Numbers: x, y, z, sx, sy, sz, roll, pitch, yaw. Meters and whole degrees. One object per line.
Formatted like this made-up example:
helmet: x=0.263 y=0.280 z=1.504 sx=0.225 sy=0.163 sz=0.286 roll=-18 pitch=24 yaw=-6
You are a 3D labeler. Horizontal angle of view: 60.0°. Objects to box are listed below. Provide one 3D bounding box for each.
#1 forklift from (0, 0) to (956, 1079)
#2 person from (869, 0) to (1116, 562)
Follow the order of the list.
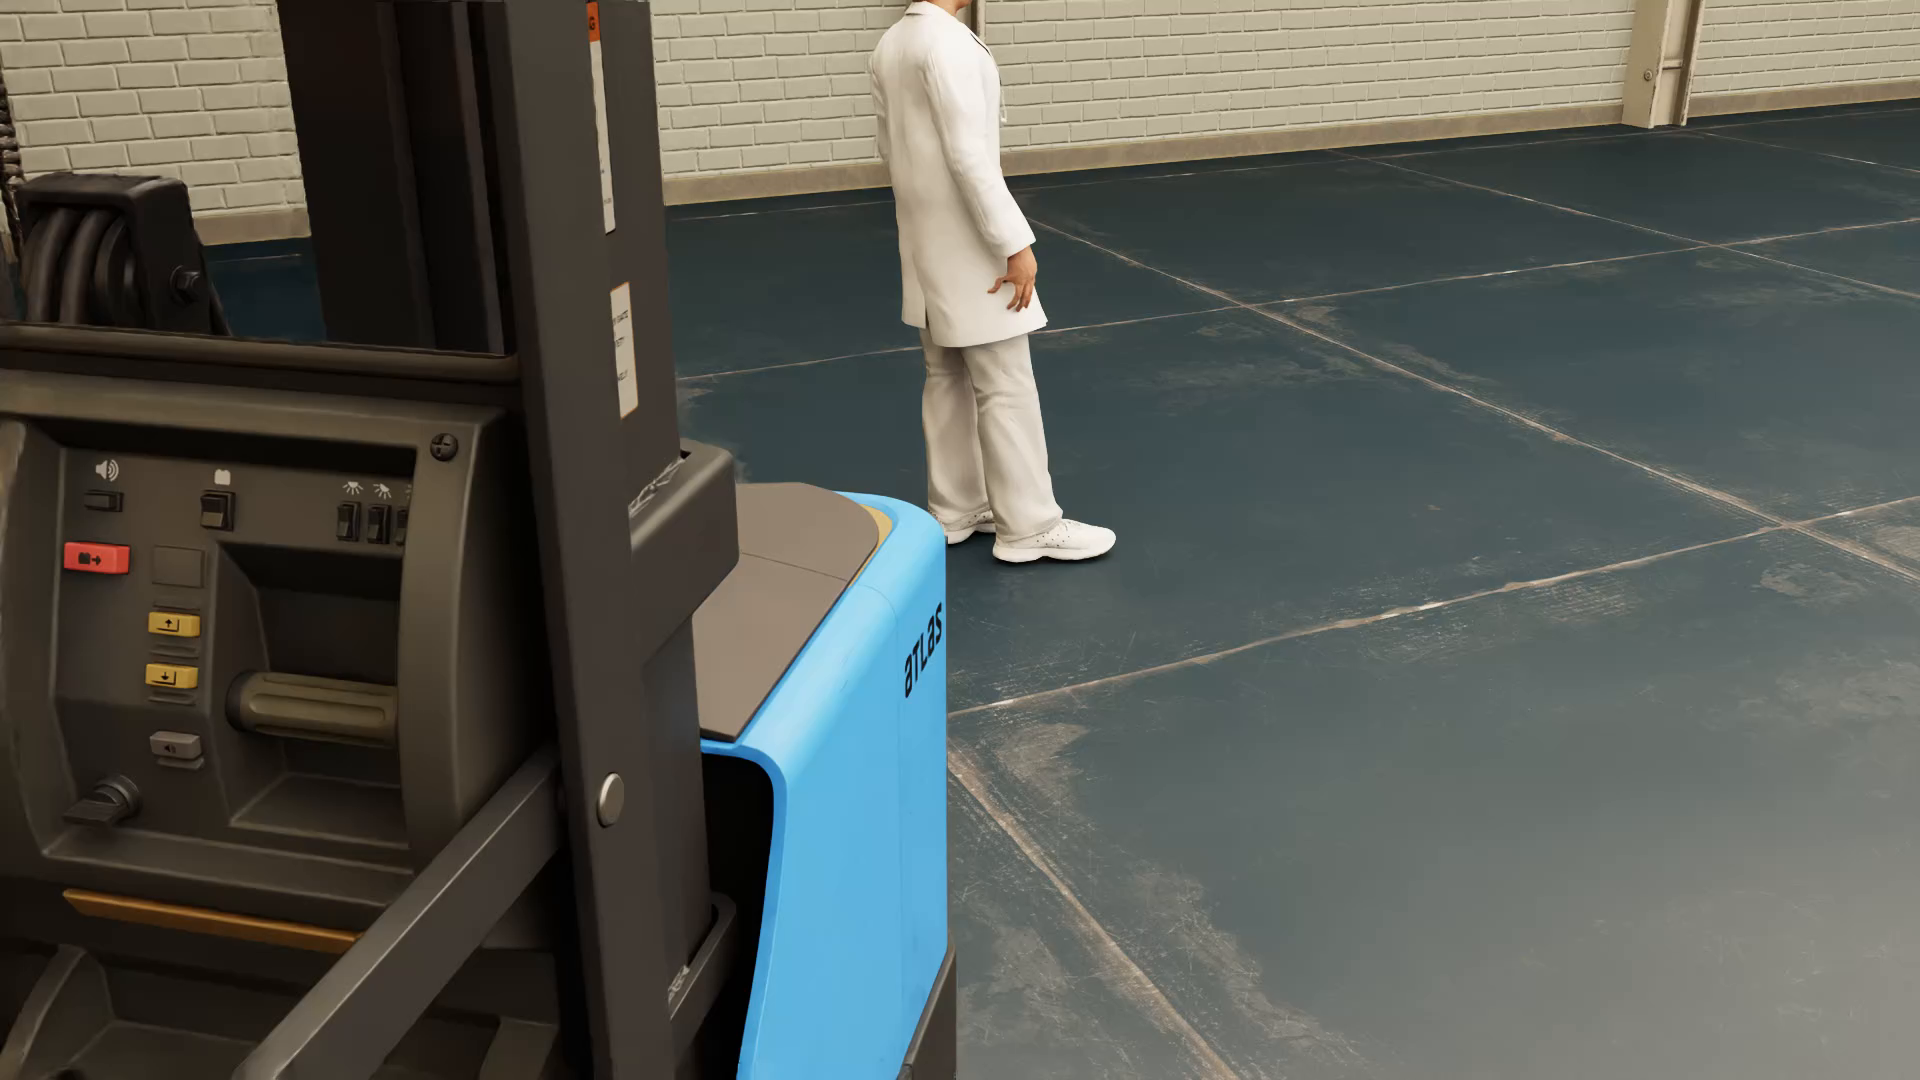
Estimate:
forklift: x=-0.842 y=0.083 z=1.087 sx=1.130 sy=2.935 sz=3.031 roll=5 pitch=23 yaw=12
person: x=0.085 y=-0.841 z=4.796 sx=0.578 sy=1.777 sz=0.696 roll=-10 pitch=25 yaw=-23
